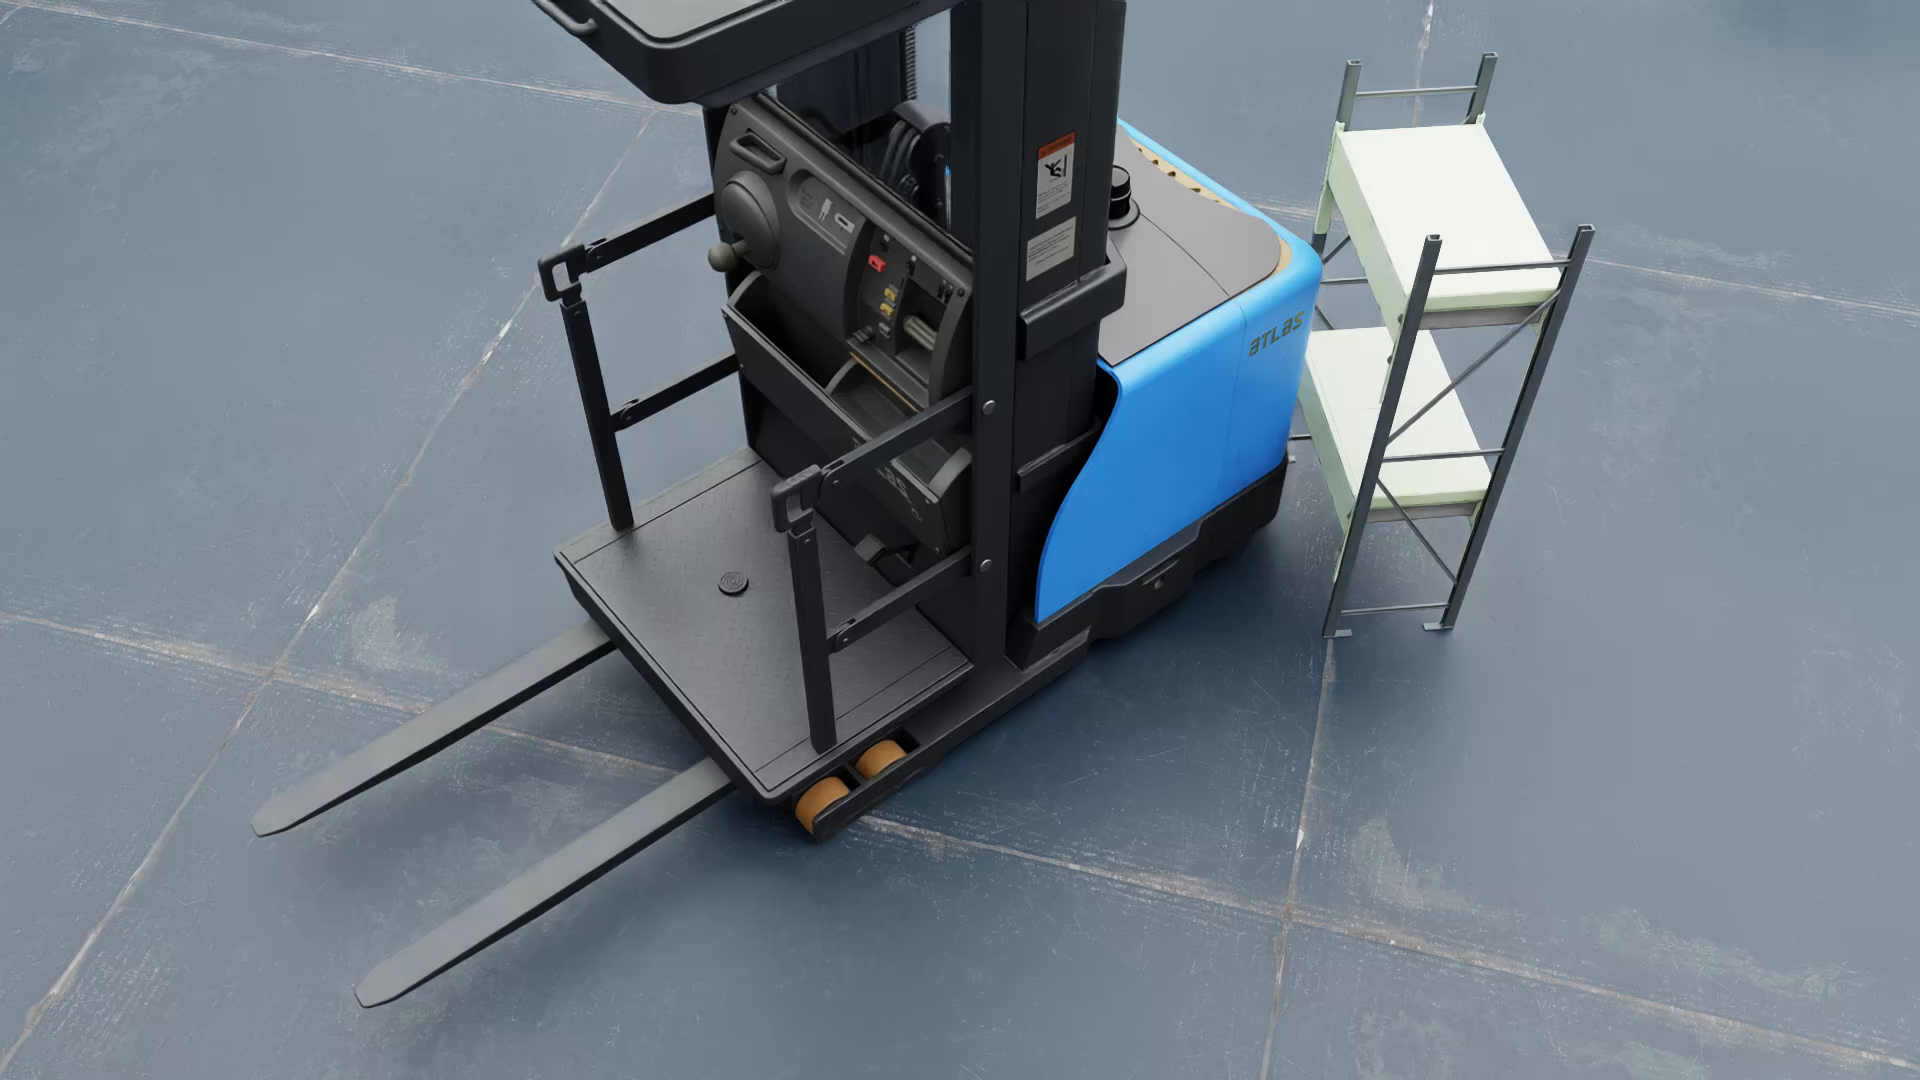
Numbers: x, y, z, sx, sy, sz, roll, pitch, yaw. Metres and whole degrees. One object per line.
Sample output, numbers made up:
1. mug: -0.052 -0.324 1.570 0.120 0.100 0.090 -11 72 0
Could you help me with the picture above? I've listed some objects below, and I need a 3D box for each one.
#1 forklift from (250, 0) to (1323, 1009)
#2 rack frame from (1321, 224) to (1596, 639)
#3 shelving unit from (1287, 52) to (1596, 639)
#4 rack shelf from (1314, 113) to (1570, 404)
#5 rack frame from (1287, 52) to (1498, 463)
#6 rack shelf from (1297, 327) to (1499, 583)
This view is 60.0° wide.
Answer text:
1. forklift: -0.458 -0.614 3.837 3.031 2.935 1.130 -31 56 -25
2. rack frame: 1.287 -0.222 4.446 0.400 1.500 0.023 -4 49 -4
3. shelving unit: 1.251 -0.495 4.687 0.431 1.500 0.755 -4 49 -4
4. rack shelf: 1.251 -0.754 4.394 0.431 0.370 0.720 -4 49 -4
5. rack frame: 1.215 -0.769 4.928 0.400 1.500 0.023 -4 49 -4
6. rack shelf: 1.251 -0.280 4.931 0.431 0.370 0.720 -4 49 -4
